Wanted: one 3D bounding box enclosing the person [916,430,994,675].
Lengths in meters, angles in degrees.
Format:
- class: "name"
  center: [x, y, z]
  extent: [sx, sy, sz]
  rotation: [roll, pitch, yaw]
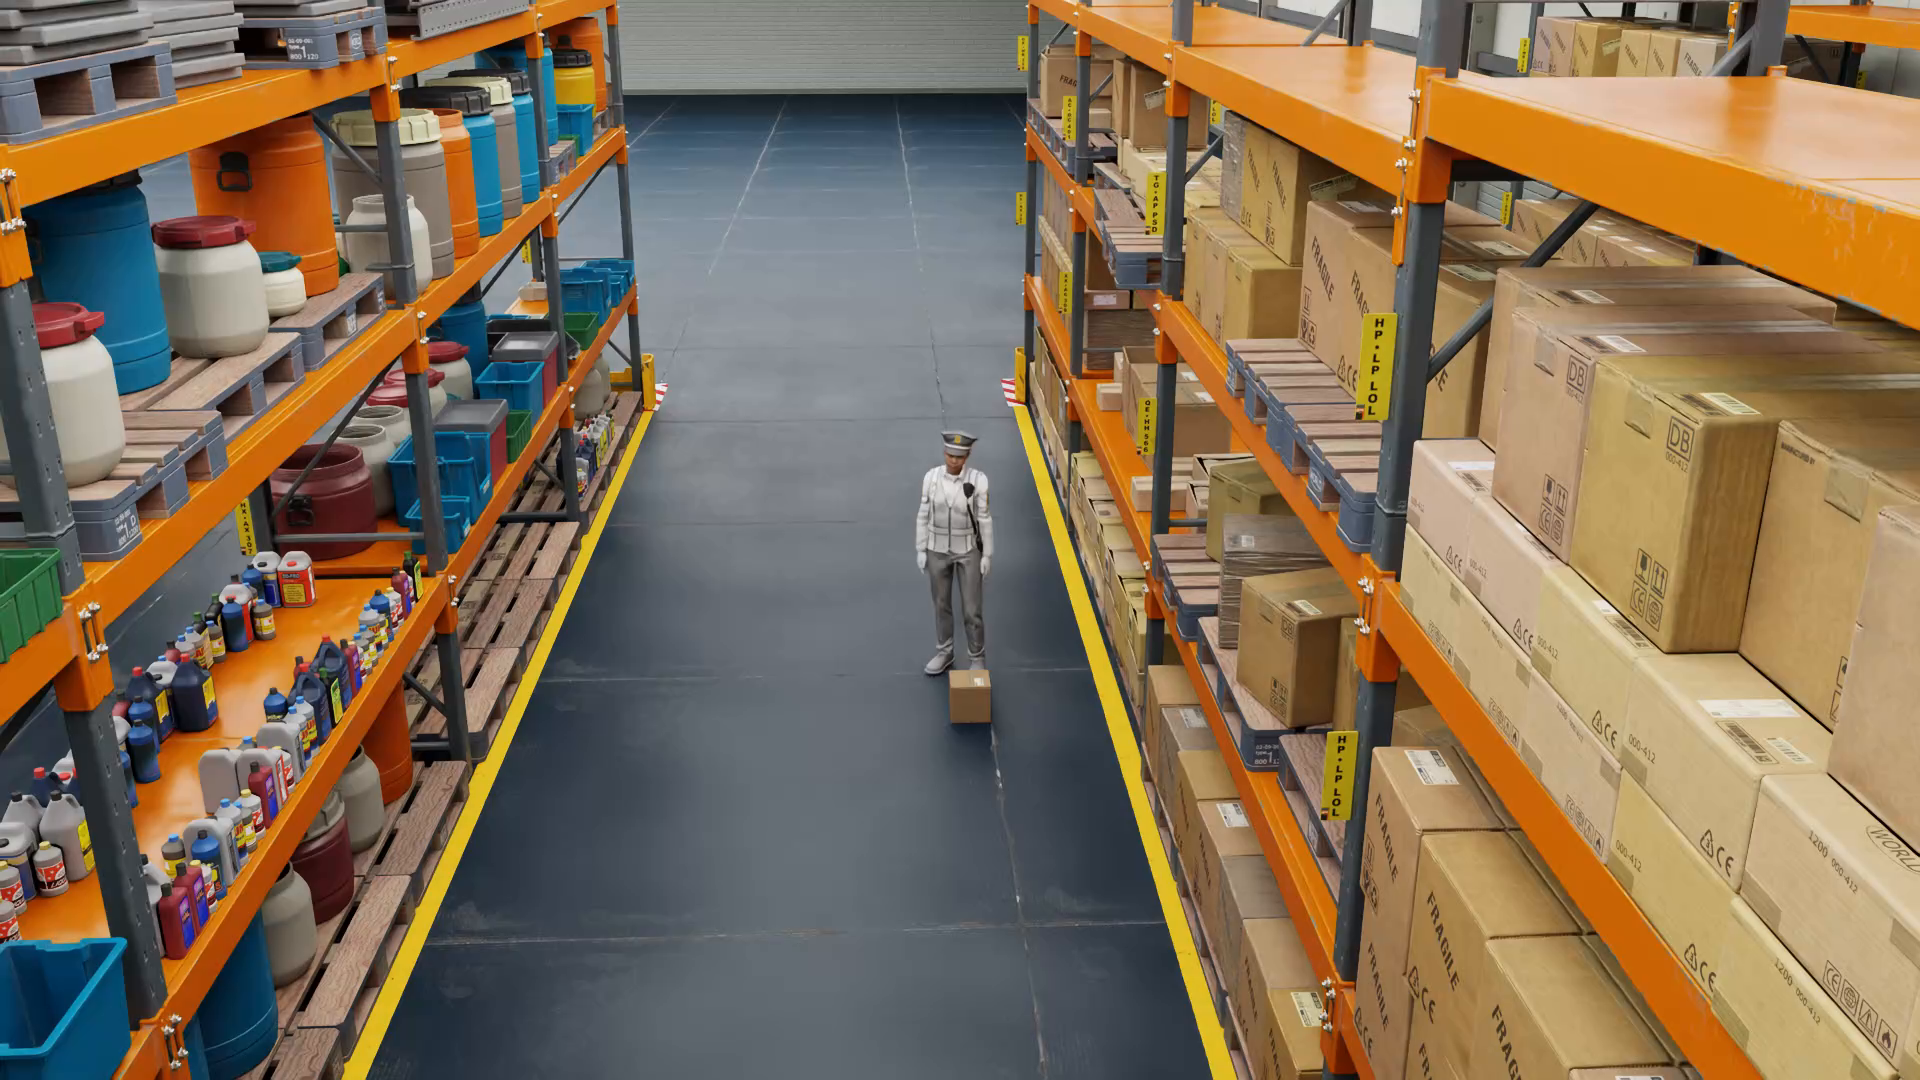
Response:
- class: "person"
  center: [-0.051, 0.092, 10.774]
  extent: [0.500, 1.672, 0.359]
  rotation: [4, 21, 11]
